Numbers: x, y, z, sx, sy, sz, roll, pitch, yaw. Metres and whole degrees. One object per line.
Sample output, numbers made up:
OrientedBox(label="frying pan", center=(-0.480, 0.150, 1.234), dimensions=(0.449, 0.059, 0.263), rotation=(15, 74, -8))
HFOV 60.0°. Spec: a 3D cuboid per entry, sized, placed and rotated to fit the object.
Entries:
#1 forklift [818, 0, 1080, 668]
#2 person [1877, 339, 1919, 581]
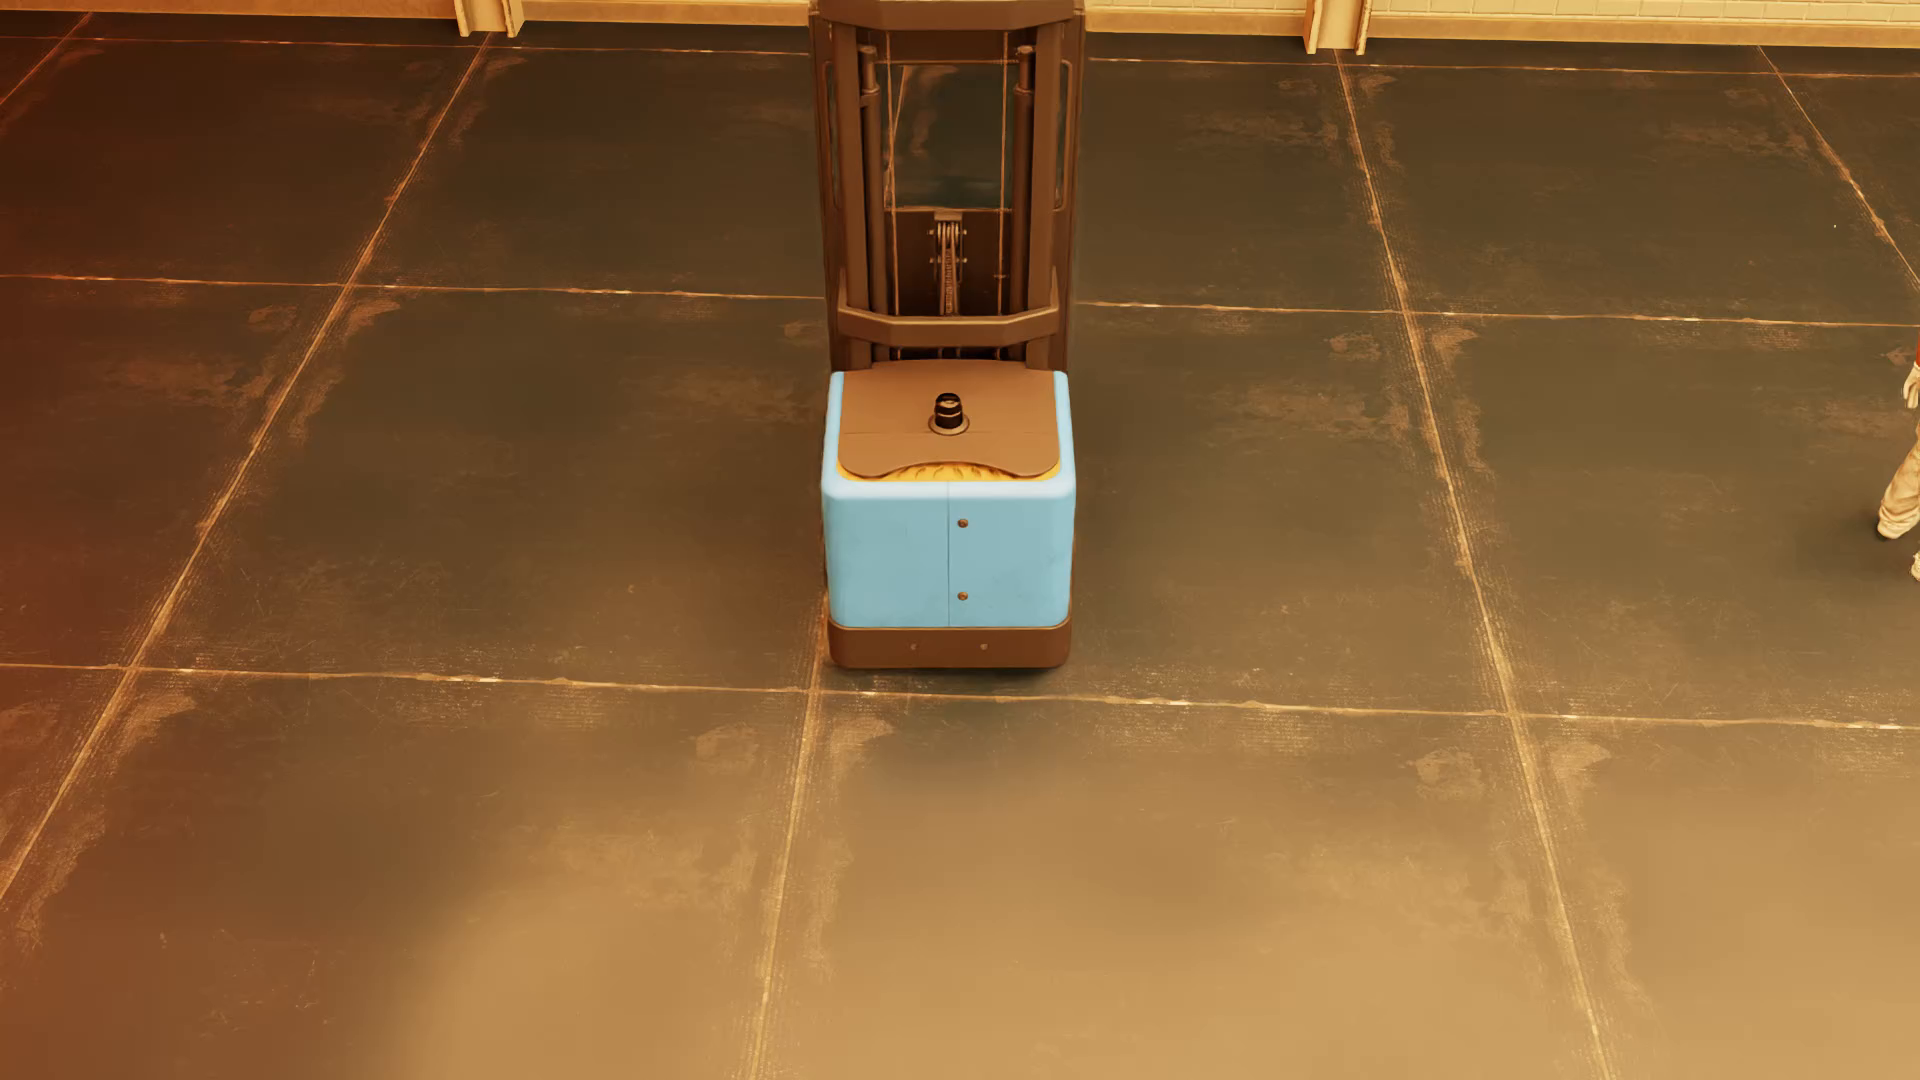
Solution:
OrientedBox(label="forklift", center=(-0.053, -1.496, 7.381), dimensions=(1.130, 2.935, 3.031), rotation=(0, 42, 0))
OrientedBox(label="person", center=(4.485, -0.588, 7.285), dimensions=(0.507, 1.767, 0.648), rotation=(-17, 45, -17))
